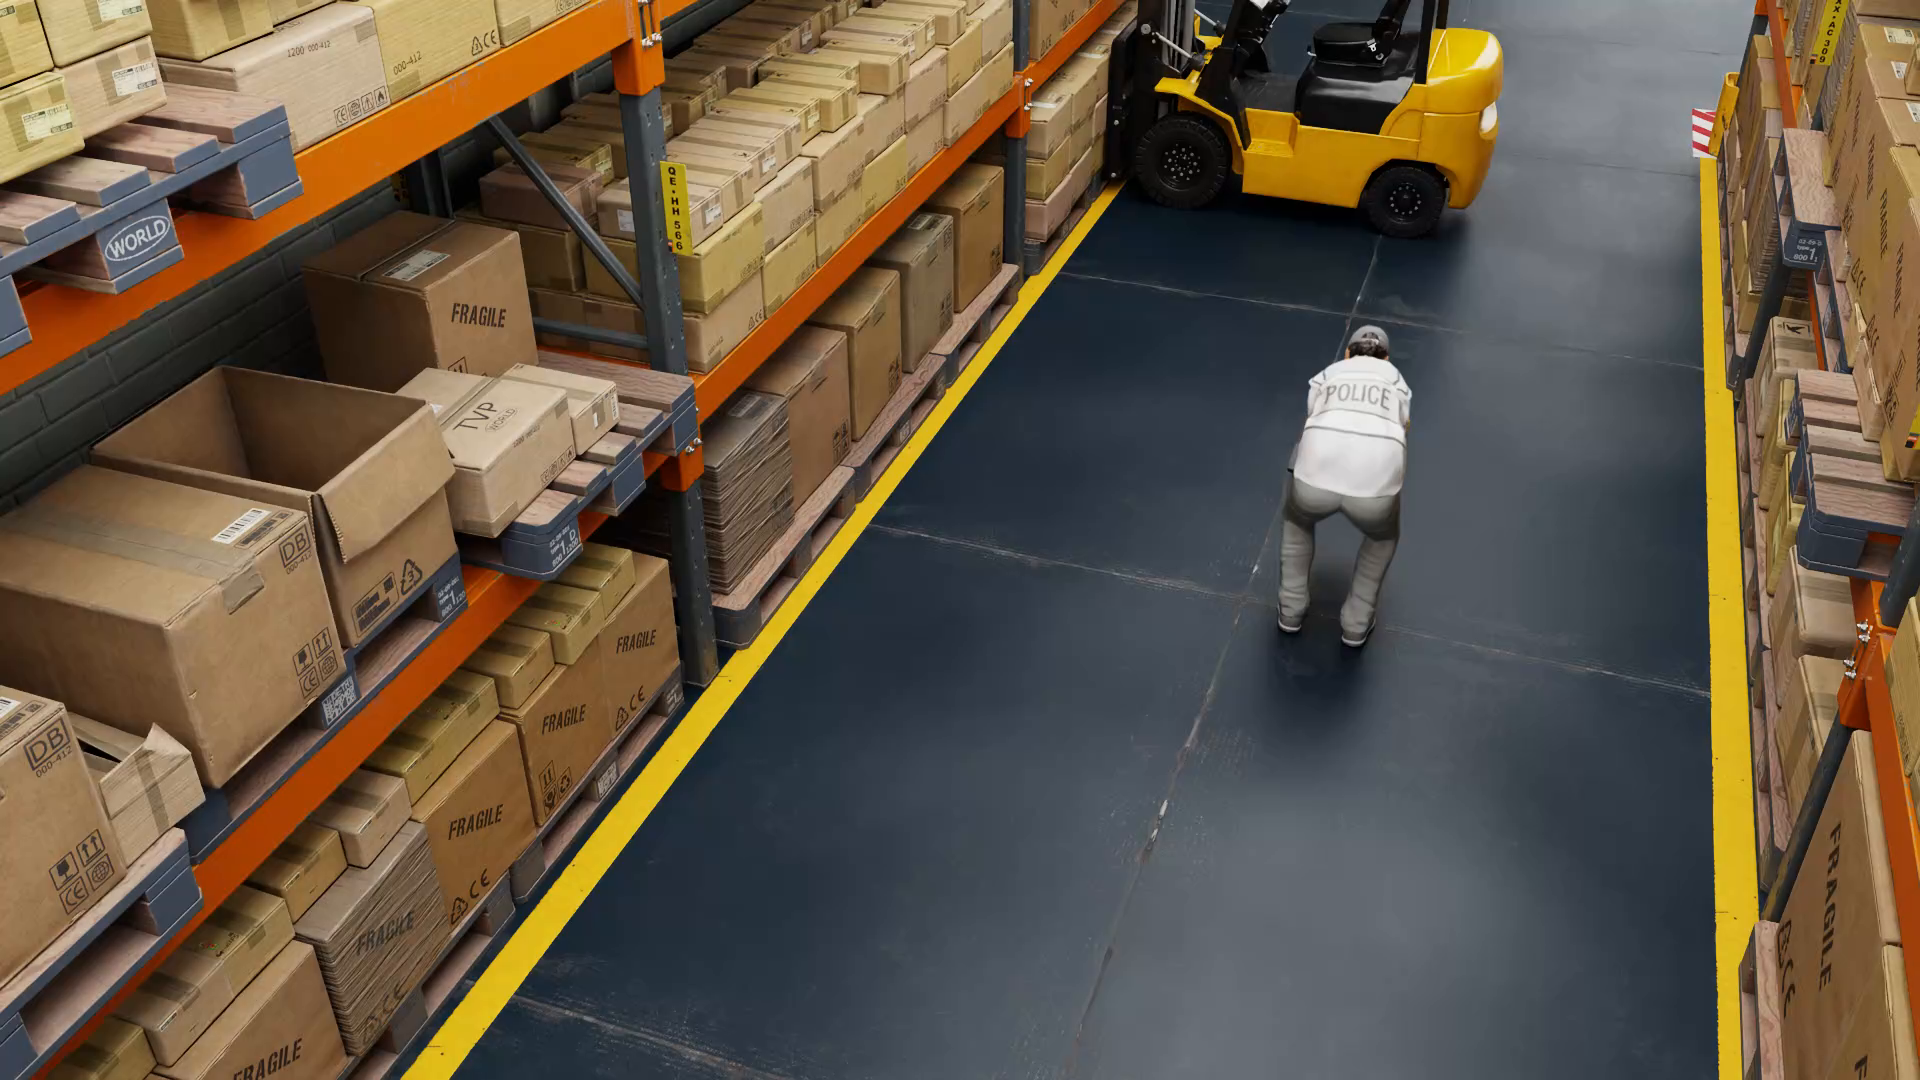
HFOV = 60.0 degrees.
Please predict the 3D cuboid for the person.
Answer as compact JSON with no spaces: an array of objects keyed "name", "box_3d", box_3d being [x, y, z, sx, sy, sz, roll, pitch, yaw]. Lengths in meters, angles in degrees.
[{"name":"person","box_3d":[1.612,-0.245,6.910,0.478,1.228,0.902,10,35,15]}]
